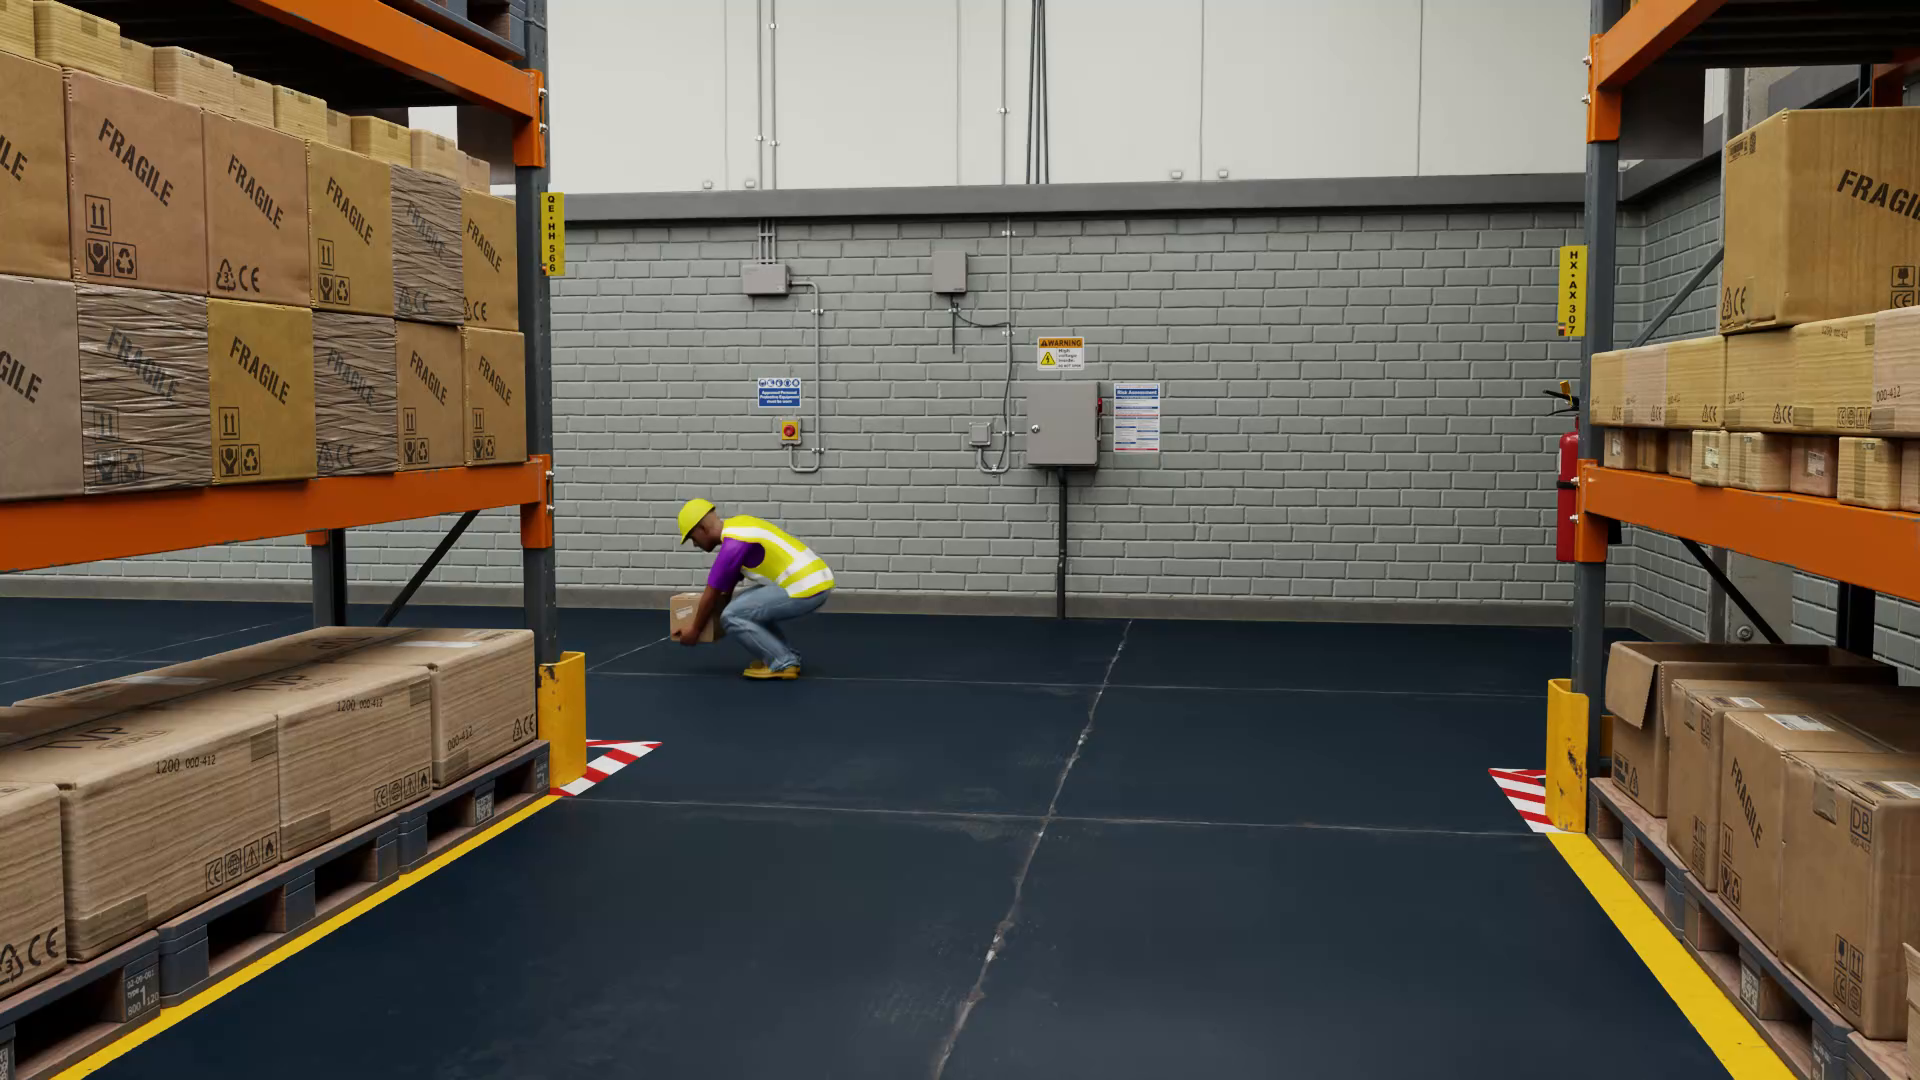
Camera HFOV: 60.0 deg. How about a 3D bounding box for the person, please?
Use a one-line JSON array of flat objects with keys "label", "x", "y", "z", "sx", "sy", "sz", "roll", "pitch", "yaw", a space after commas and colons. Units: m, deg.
[{"label": "person", "x": -1.172, "y": 0.273, "z": 9.412, "sx": 0.899, "sy": 1.012, "sz": 0.541, "roll": 1, "pitch": 4, "yaw": 7}]
